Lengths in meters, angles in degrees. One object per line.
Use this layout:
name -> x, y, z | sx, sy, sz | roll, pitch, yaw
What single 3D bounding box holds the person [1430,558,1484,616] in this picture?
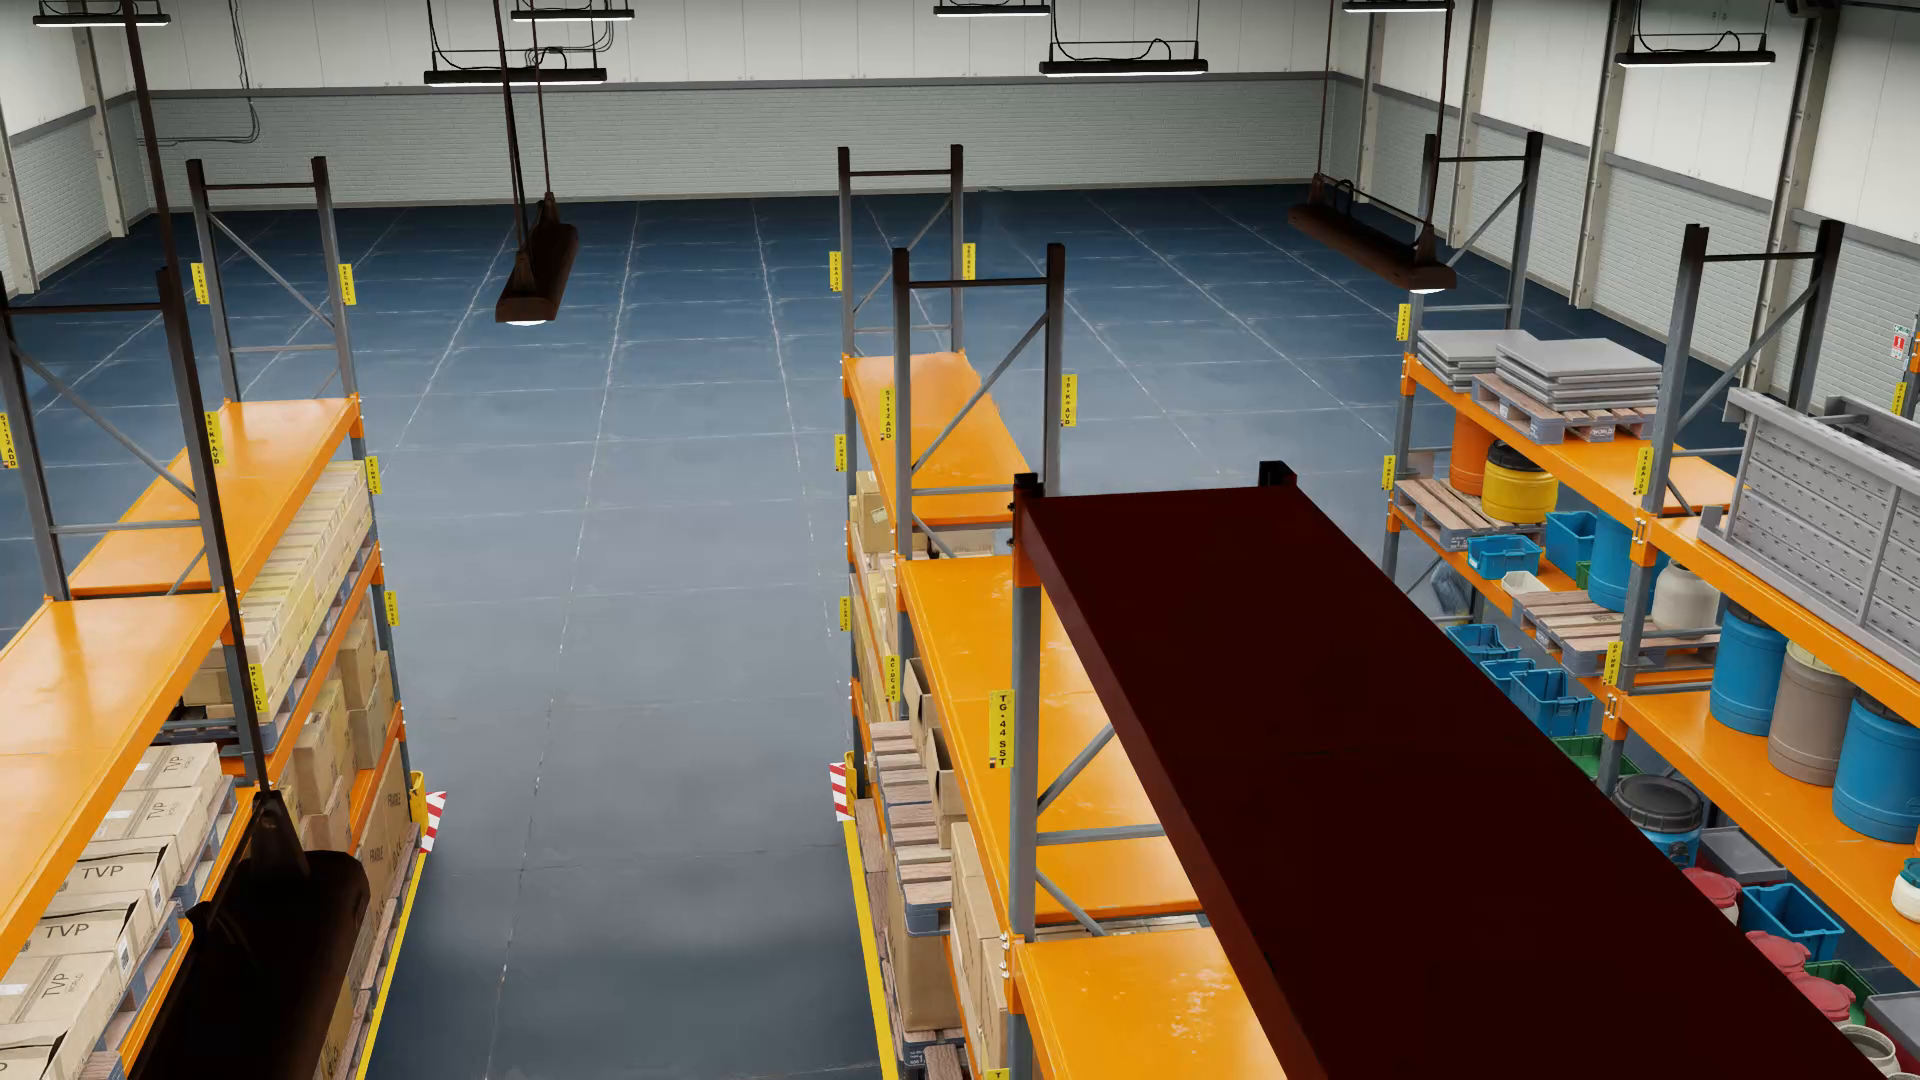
person -> 5.634, 0.085, 18.822 | 0.742, 1.656, 0.693 | 6, 22, 15
